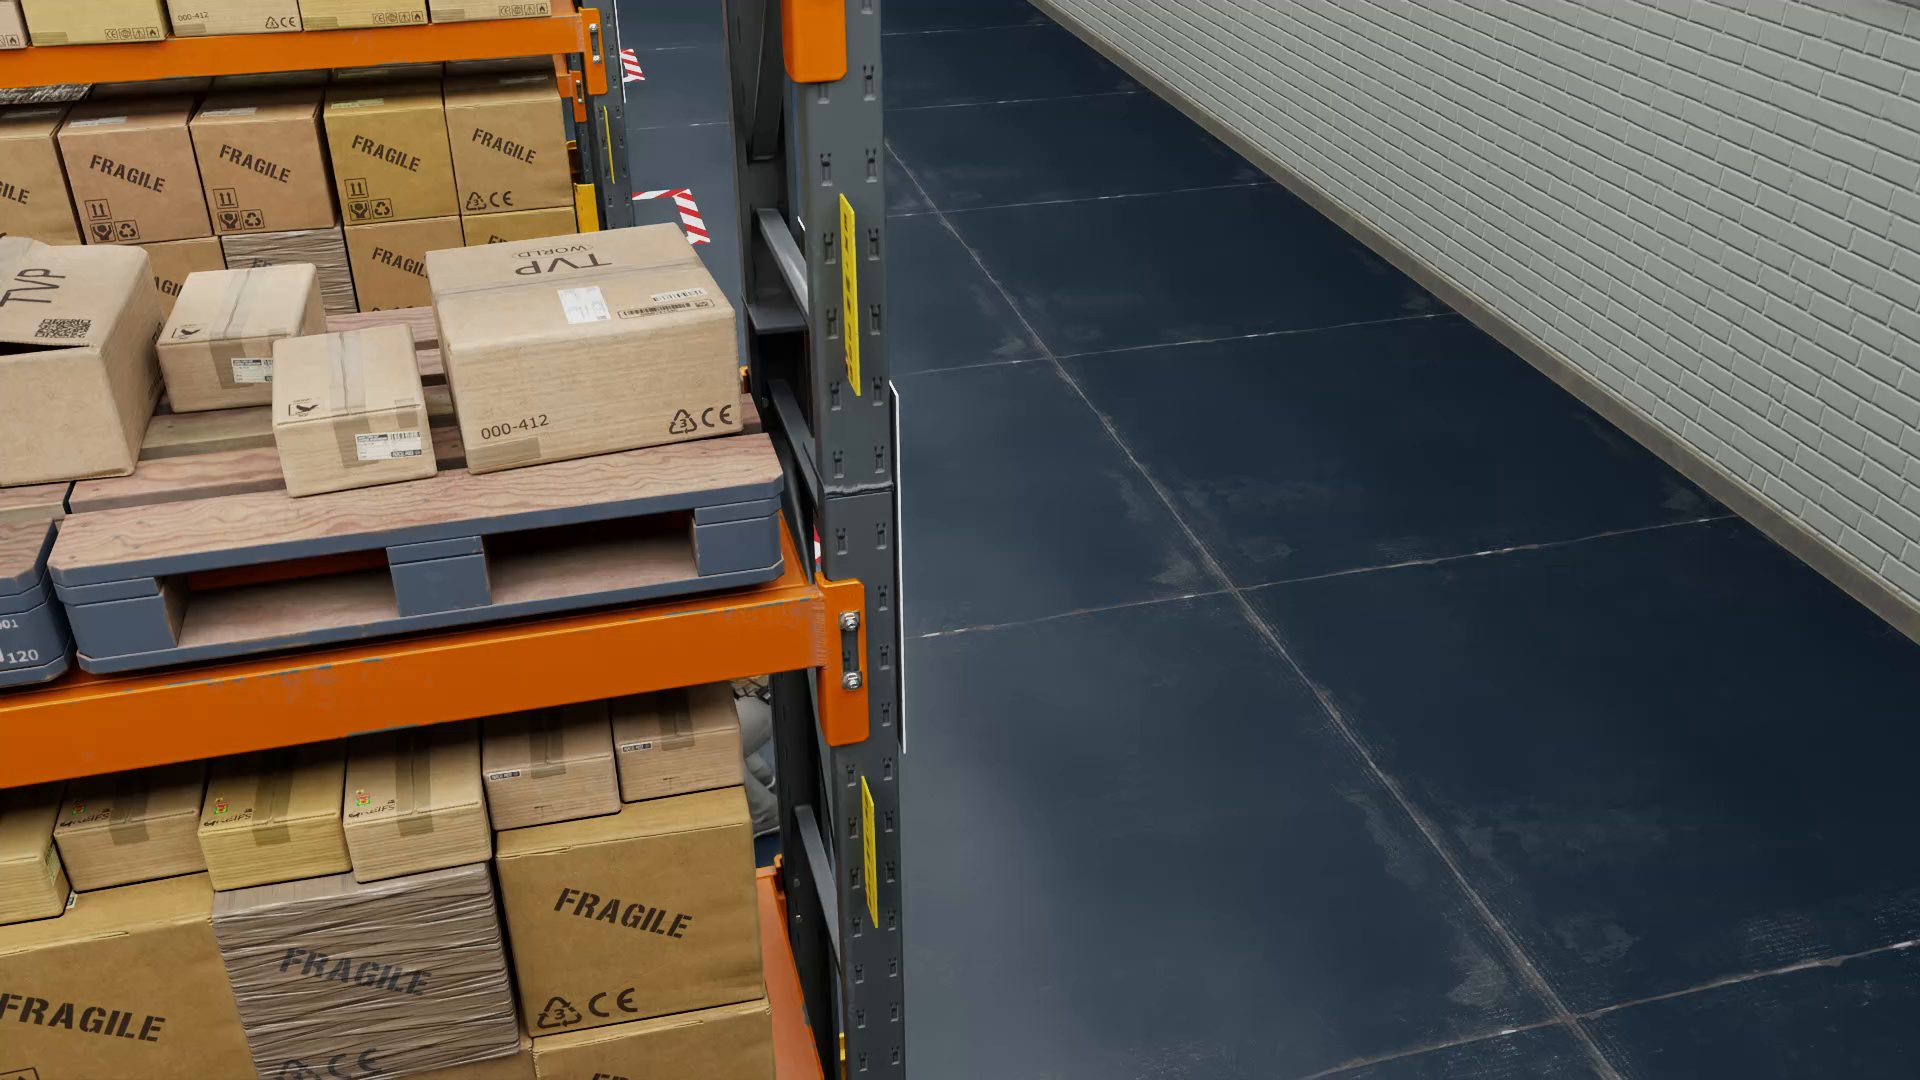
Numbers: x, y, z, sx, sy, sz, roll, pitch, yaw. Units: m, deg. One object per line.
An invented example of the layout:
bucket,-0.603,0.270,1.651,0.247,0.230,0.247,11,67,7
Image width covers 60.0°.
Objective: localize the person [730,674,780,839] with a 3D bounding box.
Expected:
person,-0.973,0.591,6.539,0.855,1.321,0.588,-8,31,-13
